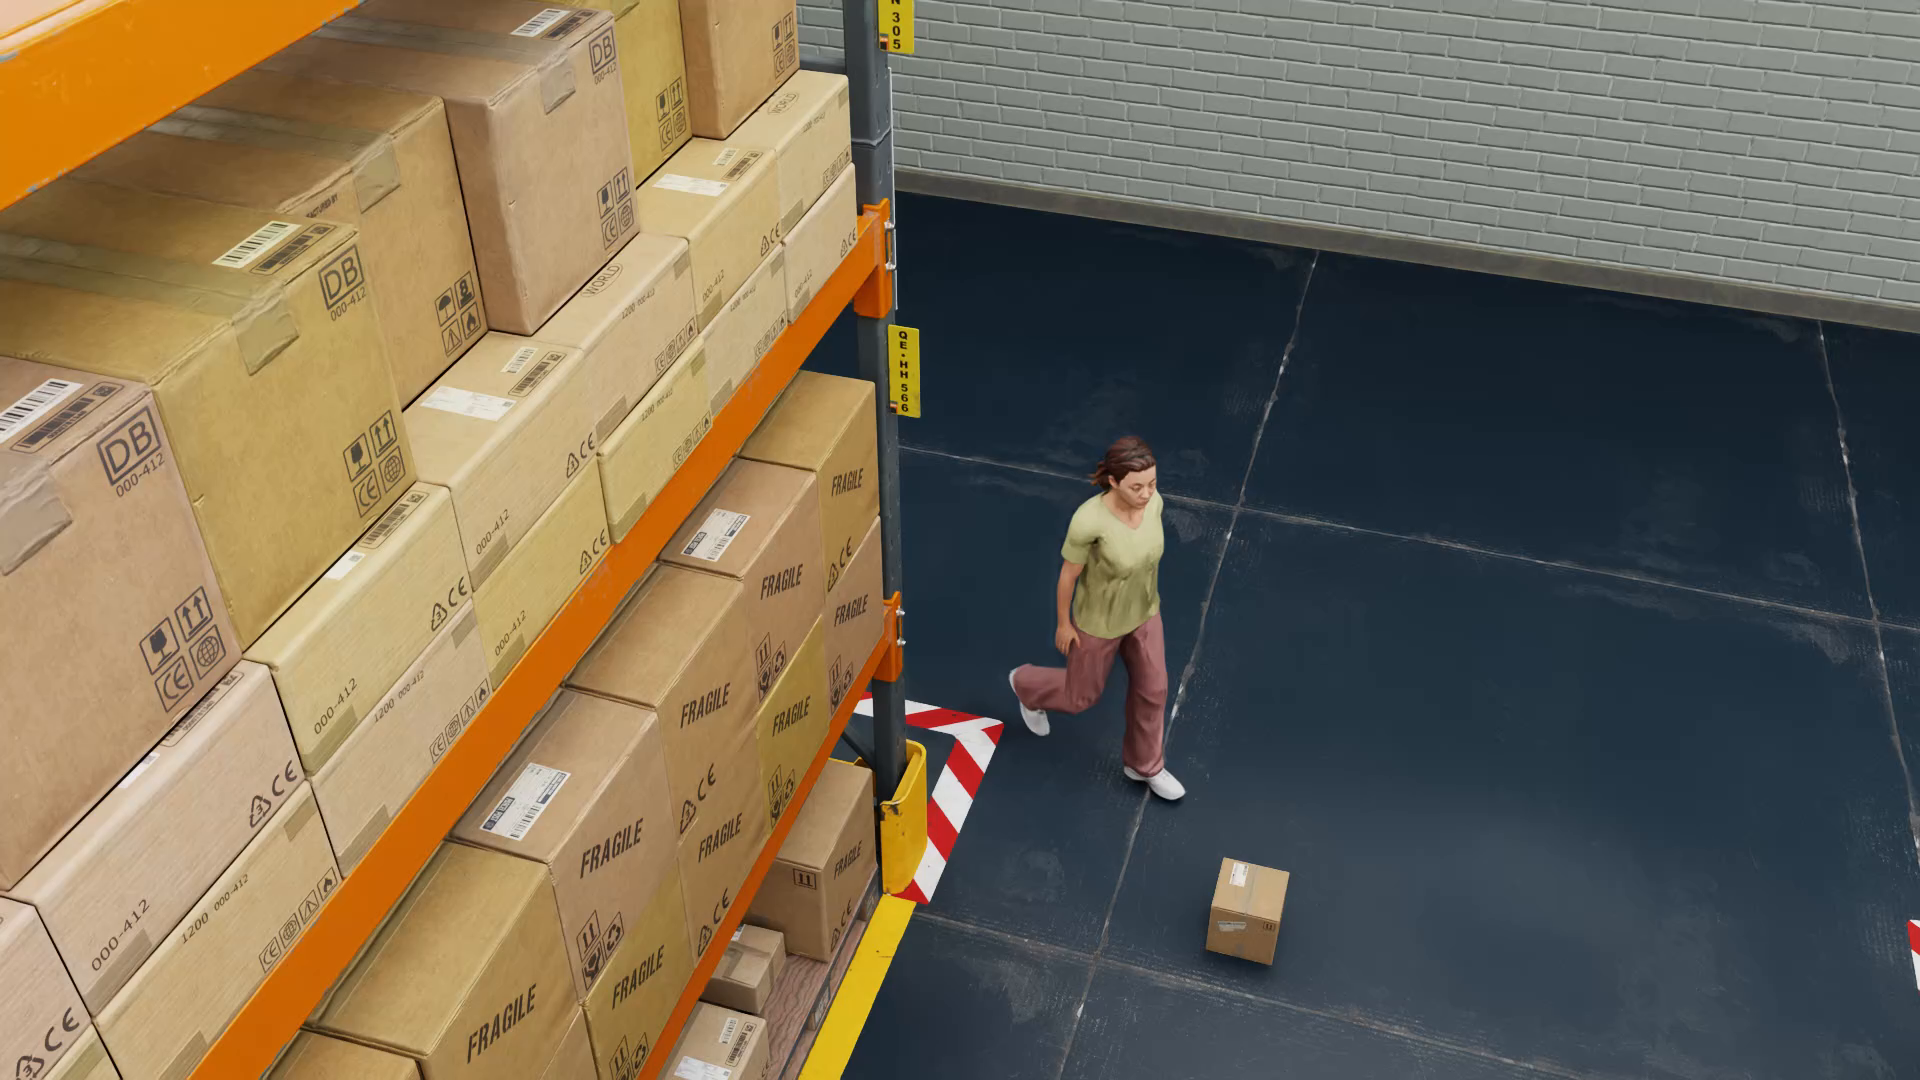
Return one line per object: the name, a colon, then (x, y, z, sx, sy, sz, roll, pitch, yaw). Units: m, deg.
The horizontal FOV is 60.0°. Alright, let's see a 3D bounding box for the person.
person: (0.575, 0.260, 6.537, 0.498, 1.659, 0.823, -21, 42, -26)
